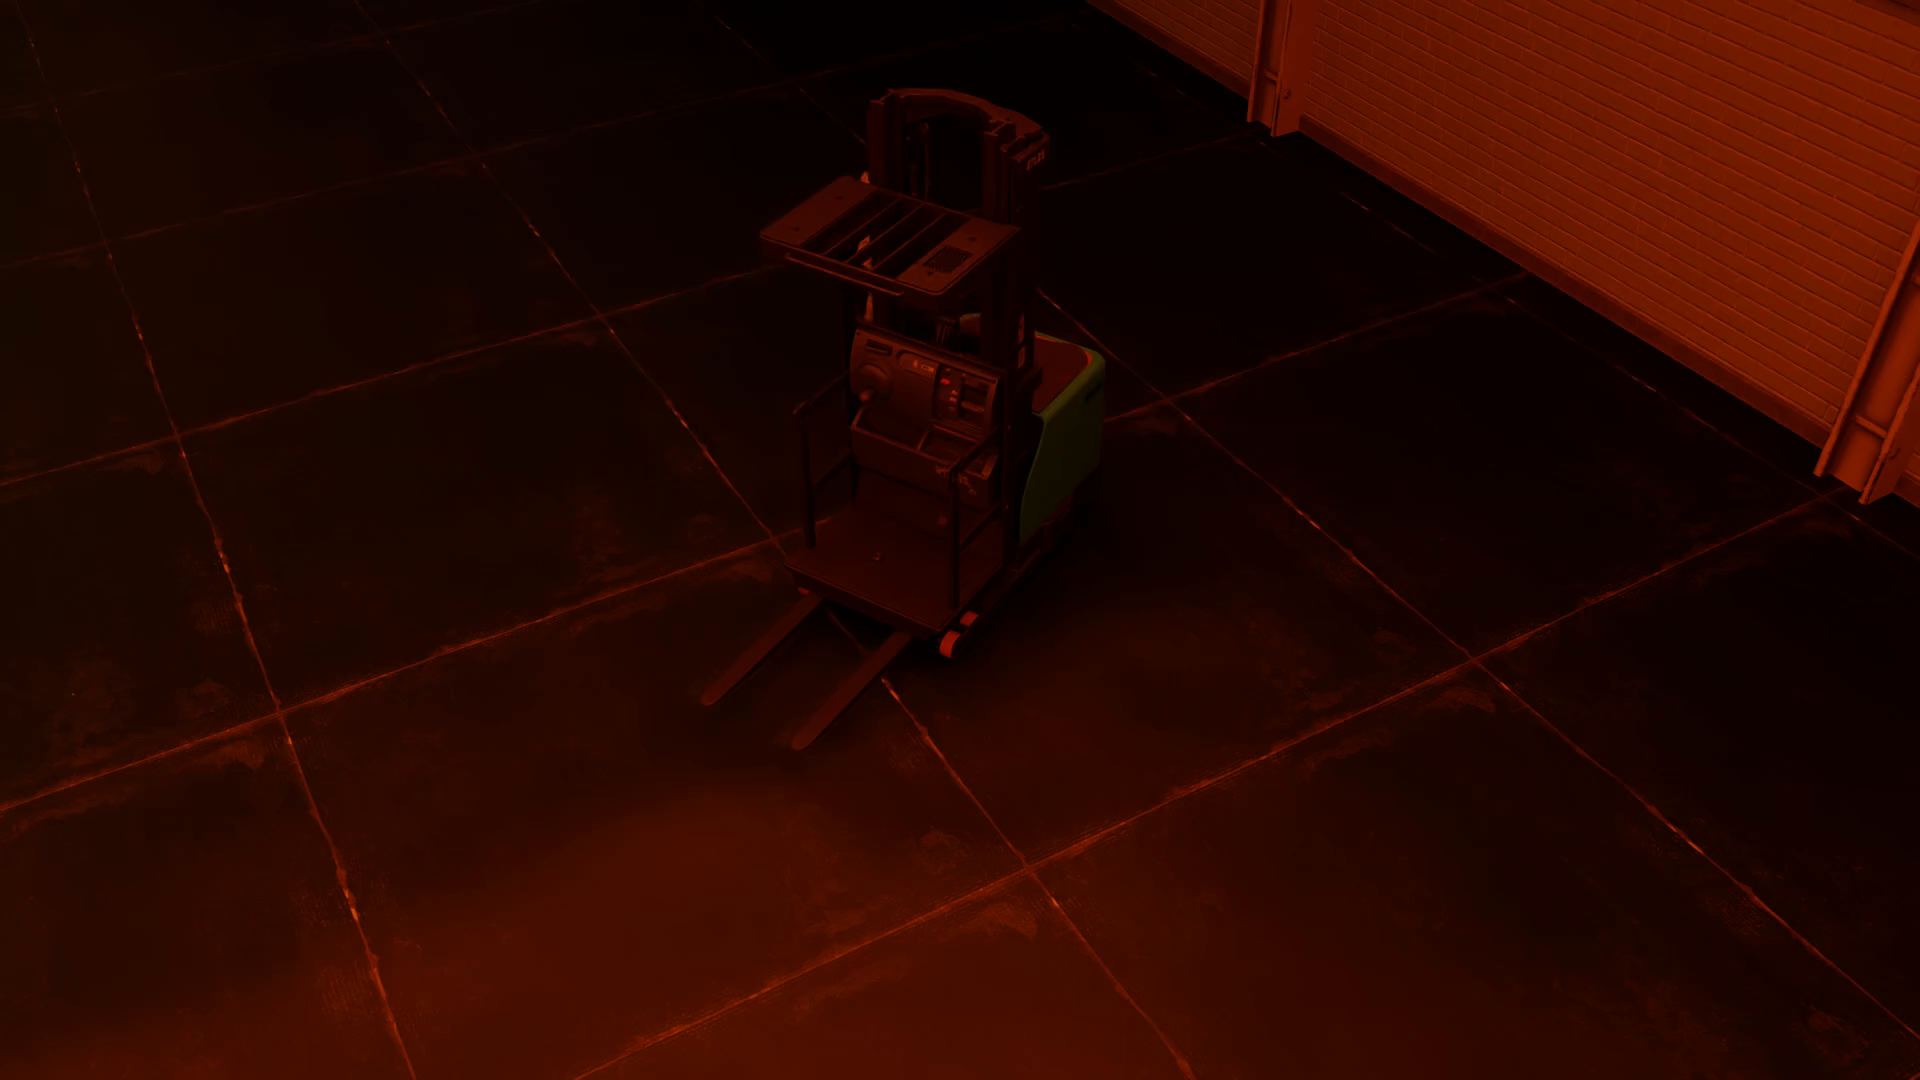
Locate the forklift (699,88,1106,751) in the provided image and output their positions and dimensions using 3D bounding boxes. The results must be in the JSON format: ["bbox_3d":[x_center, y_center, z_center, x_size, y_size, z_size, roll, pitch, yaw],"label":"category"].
[{"bbox_3d":[-0.315,-0.789,8.987,1.130,2.935,3.031,22,44,24],"label":"forklift"}]

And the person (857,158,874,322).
[{"bbox_3d":[-0.555,-1.980,11.474,0.349,1.590,0.470,-12,41,-14],"label":"person"}]
